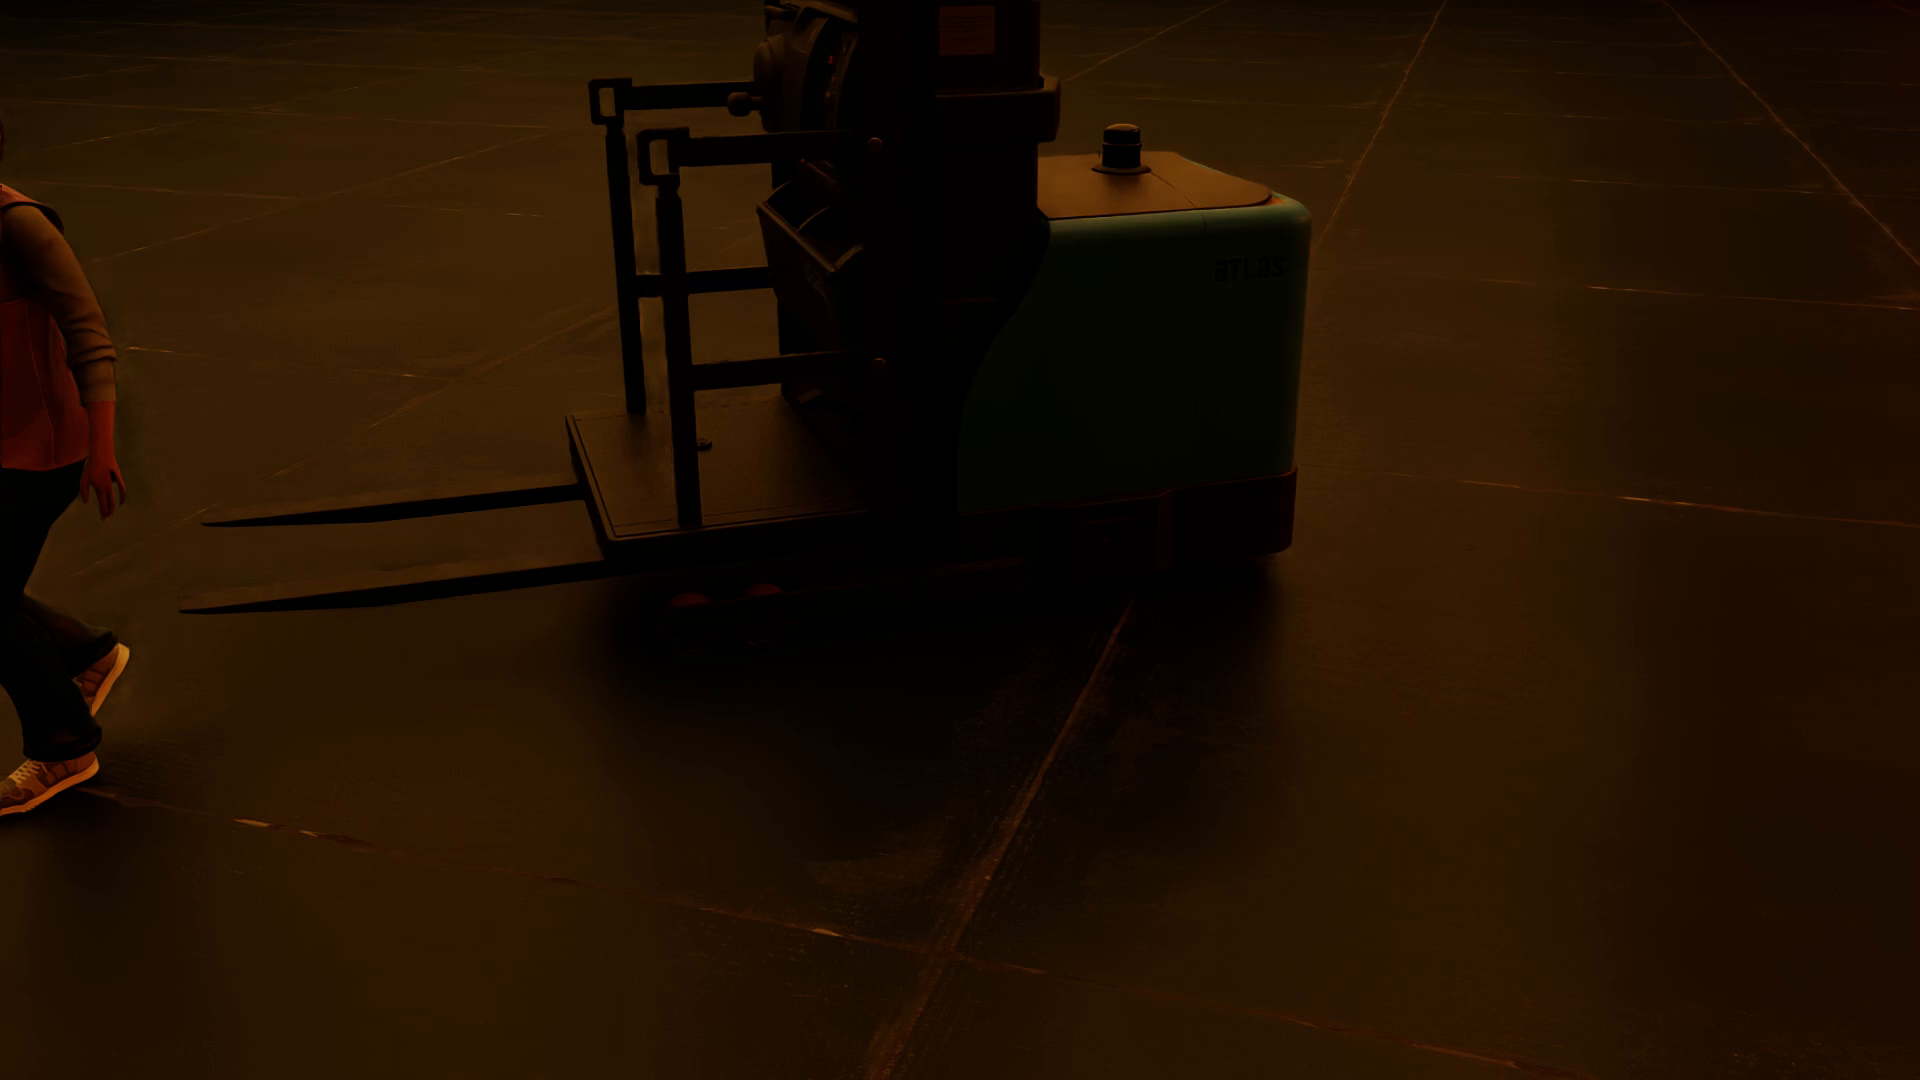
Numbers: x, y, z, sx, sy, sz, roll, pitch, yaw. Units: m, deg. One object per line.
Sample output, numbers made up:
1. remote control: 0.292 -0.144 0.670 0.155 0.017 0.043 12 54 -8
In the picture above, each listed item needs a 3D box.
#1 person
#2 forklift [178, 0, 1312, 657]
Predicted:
1. person: -2.016 -0.160 3.487 0.623 1.553 0.481 18 28 36
2. forklift: -0.596 -1.273 4.362 3.031 2.935 1.130 -7 23 -17
